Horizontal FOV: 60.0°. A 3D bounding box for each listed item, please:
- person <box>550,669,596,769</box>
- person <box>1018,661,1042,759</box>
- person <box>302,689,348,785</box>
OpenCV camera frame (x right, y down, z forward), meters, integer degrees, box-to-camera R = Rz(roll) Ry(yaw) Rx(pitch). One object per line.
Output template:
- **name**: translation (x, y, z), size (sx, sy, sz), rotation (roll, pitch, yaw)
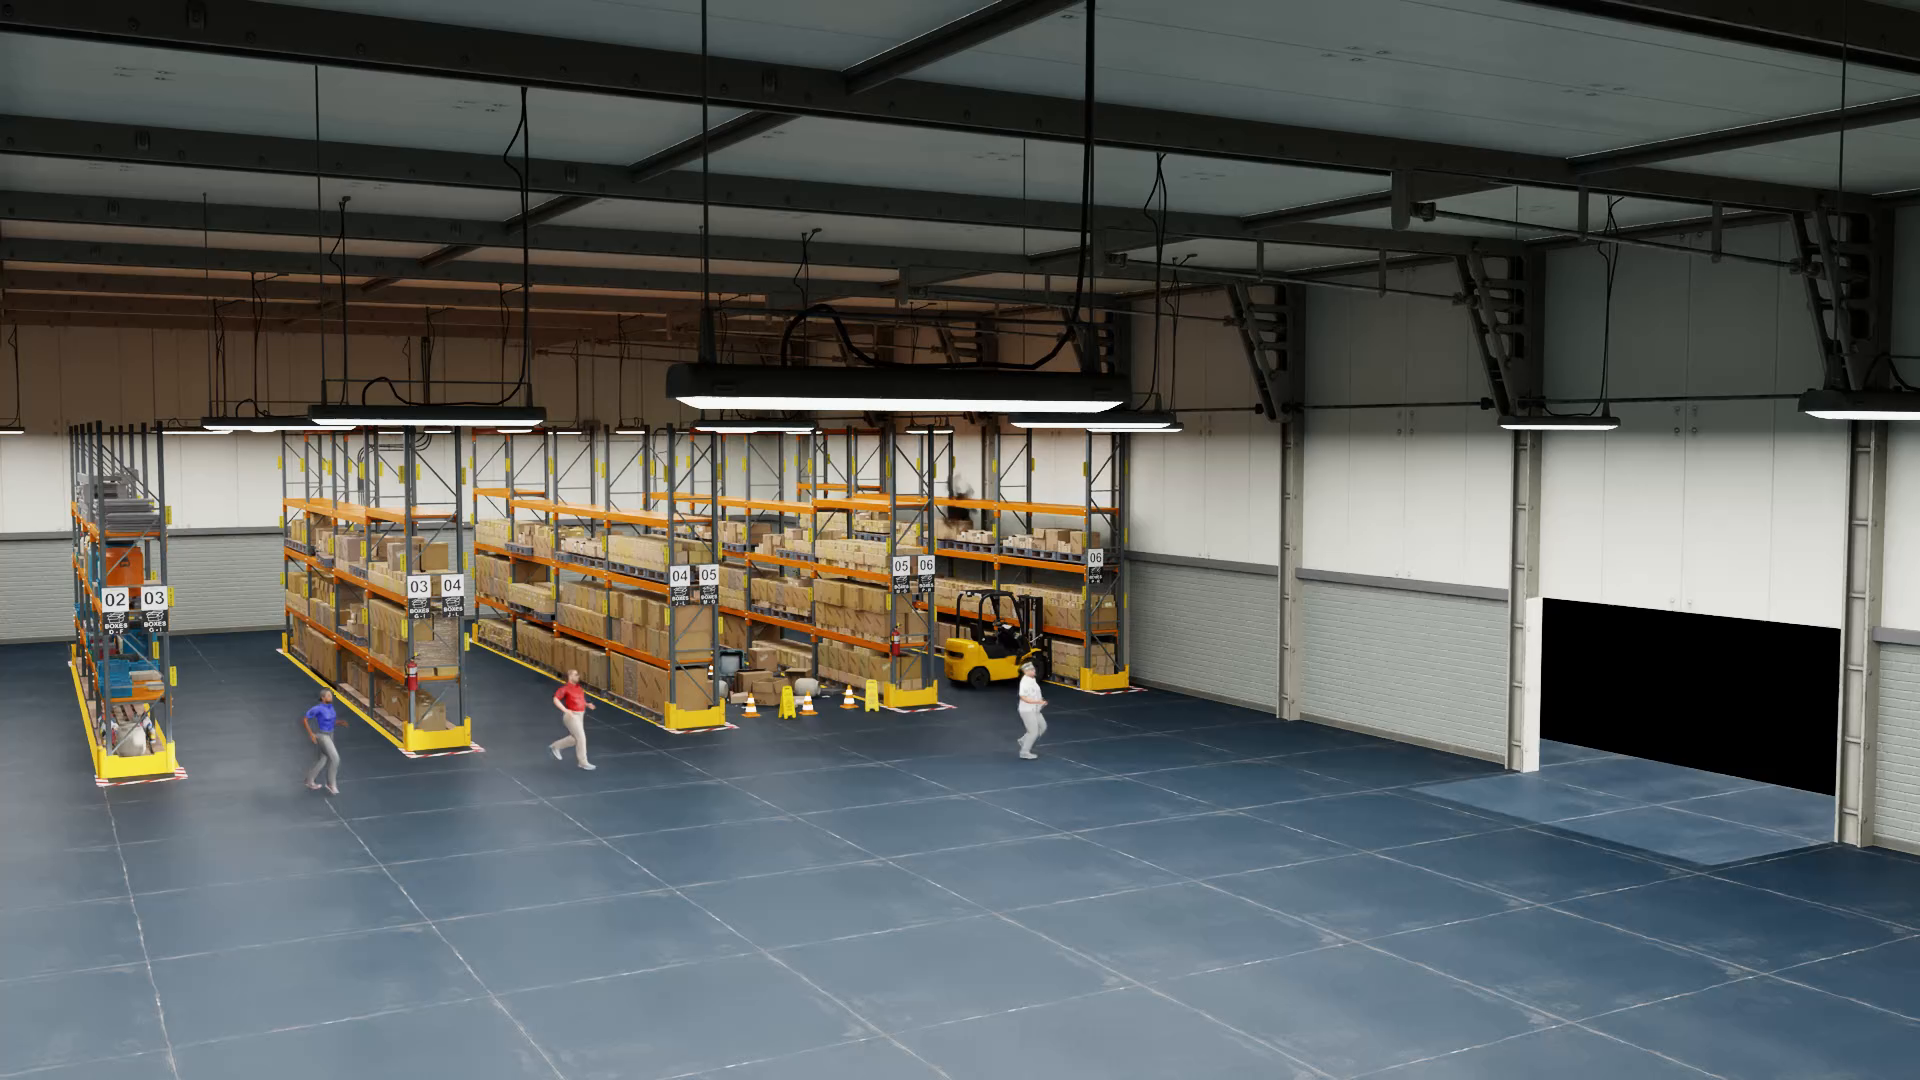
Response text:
- **person**: translation (-6.726, 3.101, 28.789), size (0.902, 1.731, 0.663), rotation (1, 4, 12)
- **person**: translation (1.224, 3.018, 29.616), size (0.450, 1.731, 0.459), rotation (1, 4, 17)
- **person**: translation (-10.239, 3.166, 26.810), size (0.736, 1.537, 0.562), rotation (0, 4, 1)
